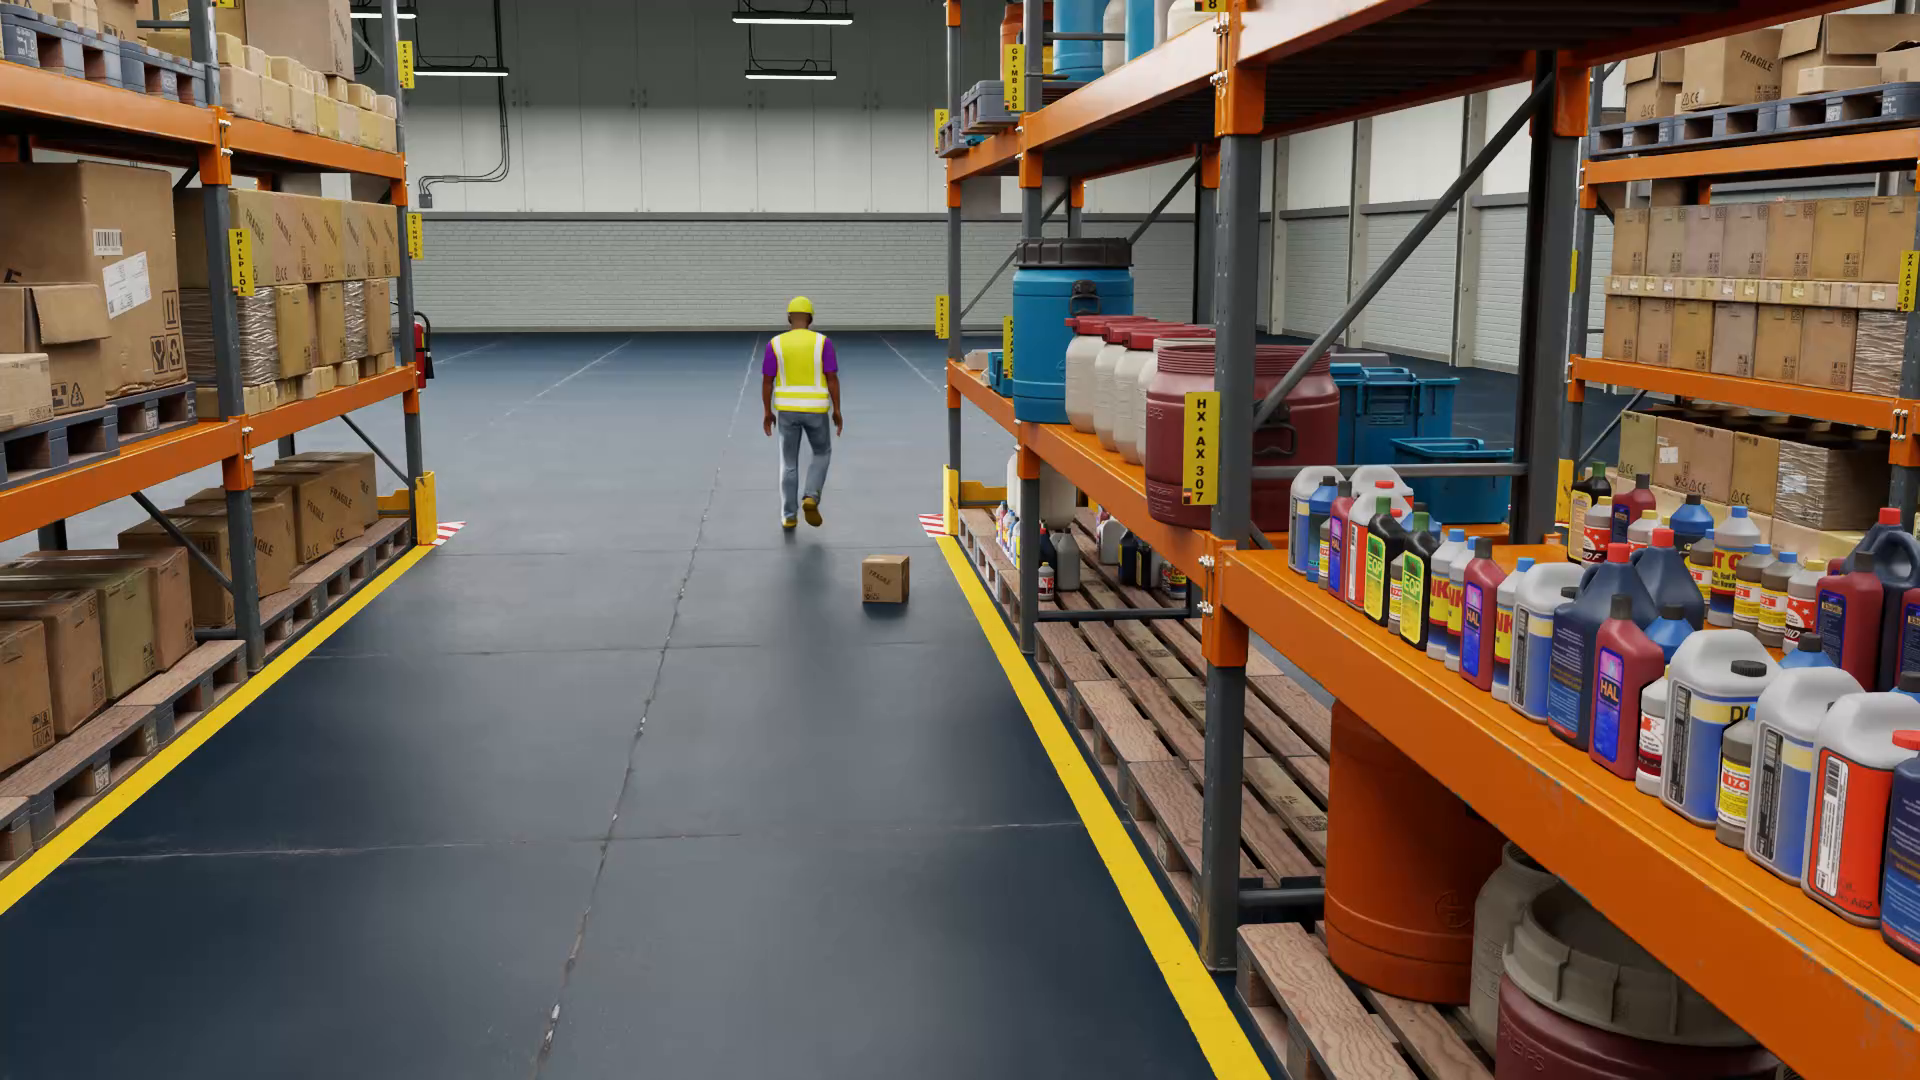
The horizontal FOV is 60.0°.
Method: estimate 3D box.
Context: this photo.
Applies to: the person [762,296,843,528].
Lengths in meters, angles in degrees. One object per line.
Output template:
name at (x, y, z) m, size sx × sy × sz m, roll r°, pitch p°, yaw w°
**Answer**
person at (-1.210, -0.983, 12.831) m, size 0.621 × 1.779 × 0.448 m, roll 0°, pitch 10°, yaw -2°
